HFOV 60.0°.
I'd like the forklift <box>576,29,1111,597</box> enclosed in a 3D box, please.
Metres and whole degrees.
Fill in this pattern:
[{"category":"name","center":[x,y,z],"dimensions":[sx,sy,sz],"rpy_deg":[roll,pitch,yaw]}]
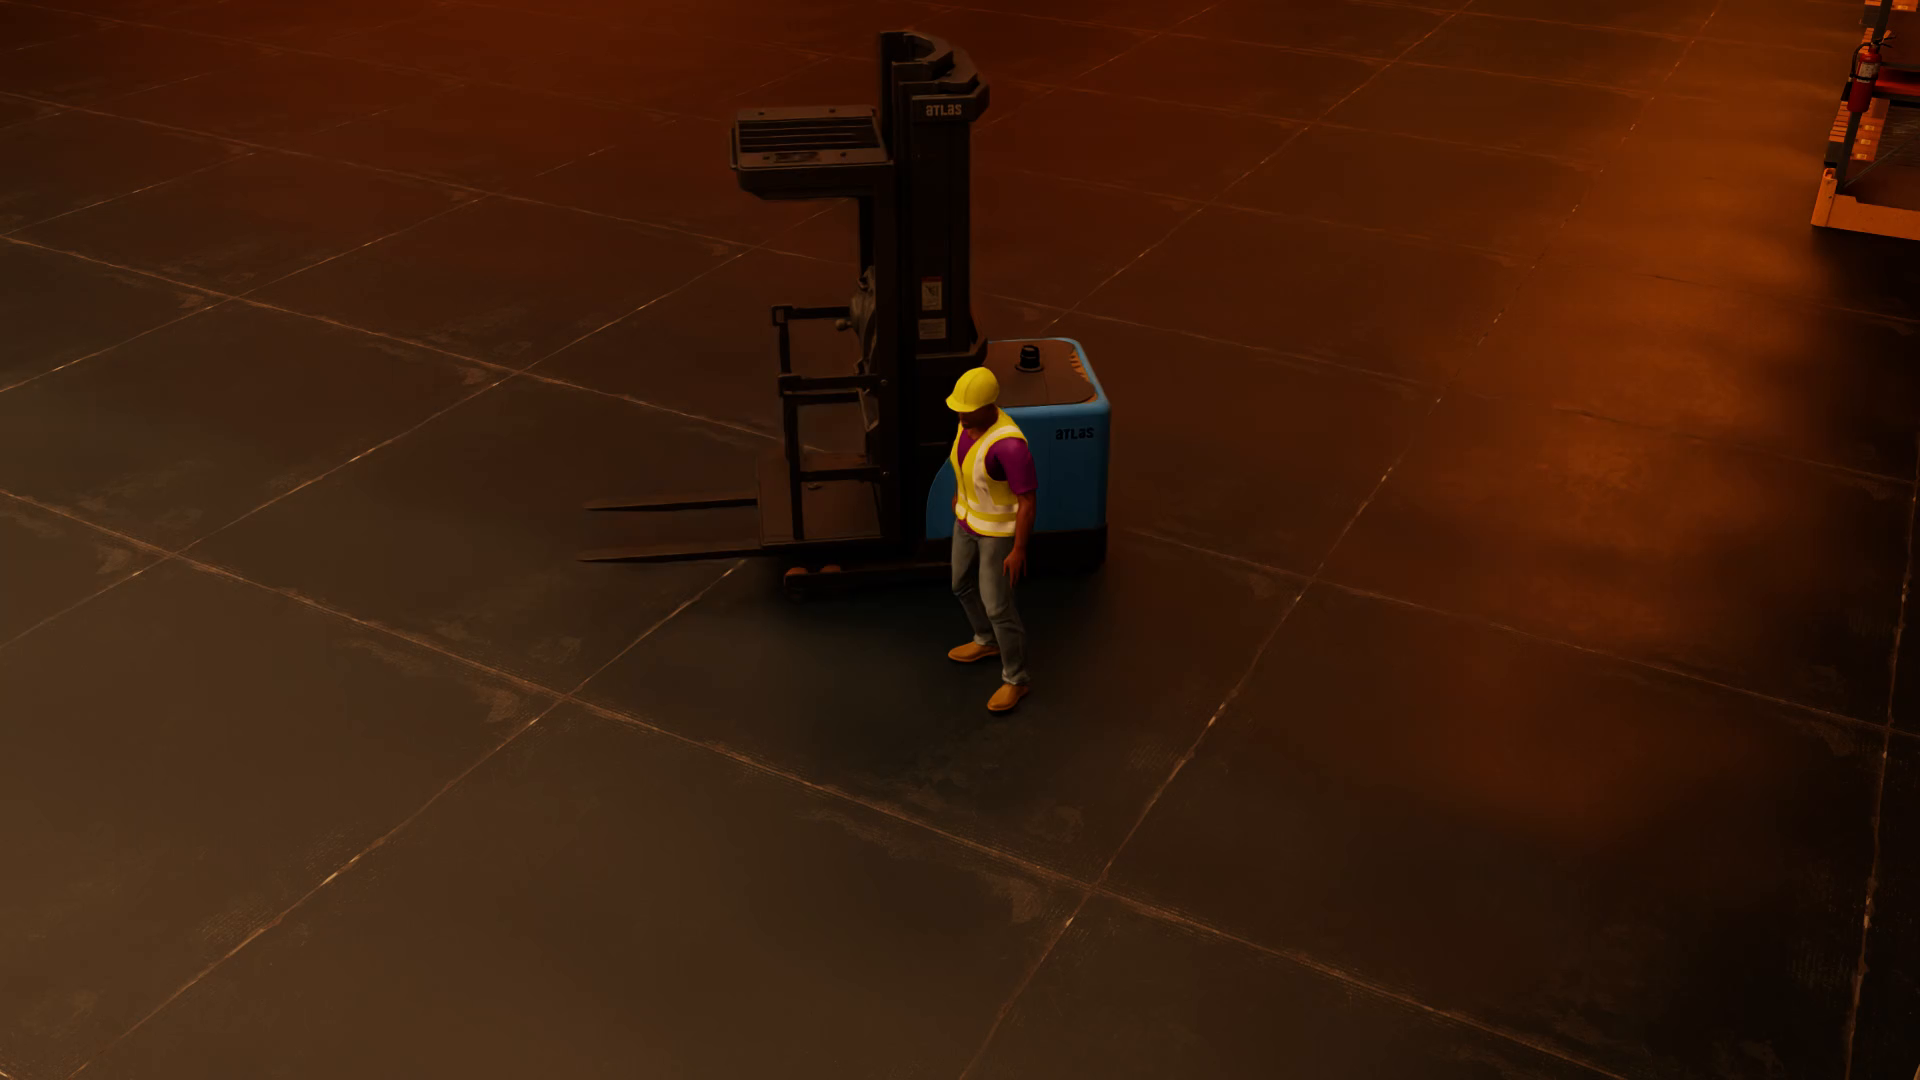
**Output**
[{"category":"forklift","center":[-0.705,-1.229,9.200],"dimensions":[3.031,2.935,1.130],"rpy_deg":[-4,30,-7]}]

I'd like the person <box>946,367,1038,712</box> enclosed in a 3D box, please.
[{"category":"person","center":[0.121,-0.072,8.389],"dimensions":[0.421,1.739,0.824],"rpy_deg":[-16,34,-26]}]
